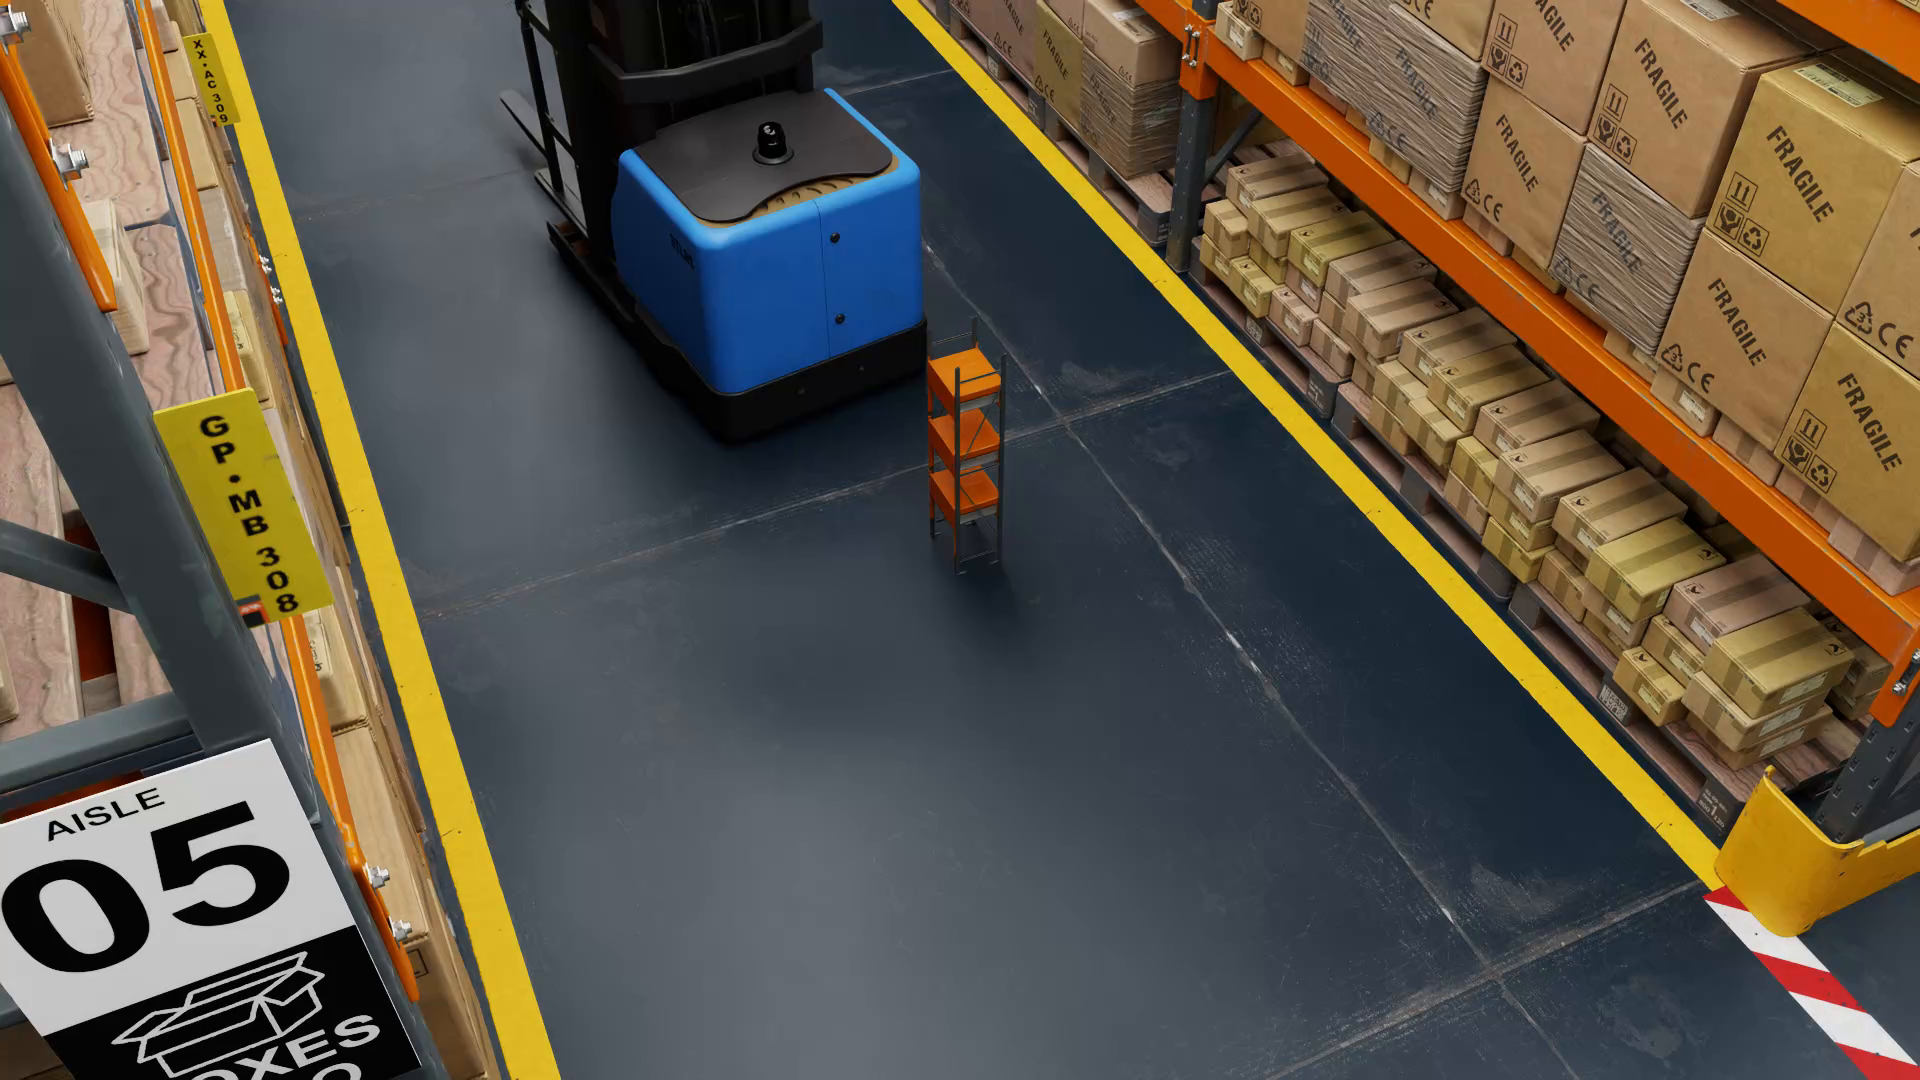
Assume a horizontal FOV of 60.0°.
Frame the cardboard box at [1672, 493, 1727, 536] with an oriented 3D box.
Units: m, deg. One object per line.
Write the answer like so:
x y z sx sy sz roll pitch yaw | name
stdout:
2.918 -0.154 6.289 0.380 0.149 0.250 -17 47 -16 | cardboard box

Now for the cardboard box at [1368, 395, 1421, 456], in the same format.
1.924 -0.529 6.881 0.380 0.149 0.250 -19 48 -18 | cardboard box

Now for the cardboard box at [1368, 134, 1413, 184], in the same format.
1.793 -1.517 6.331 0.380 0.149 0.250 -17 47 -17 | cardboard box

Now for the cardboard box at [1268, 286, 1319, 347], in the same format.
1.605 -1.031 7.390 0.380 0.149 0.250 -18 47 -18 | cardboard box

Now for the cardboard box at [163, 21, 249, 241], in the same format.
-2.520 -1.182 5.029 0.500 0.500 0.500 -18 48 -18 | cardboard box

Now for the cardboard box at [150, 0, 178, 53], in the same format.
-2.551 -1.530 4.920 0.380 0.149 0.250 -19 48 -18 | cardboard box

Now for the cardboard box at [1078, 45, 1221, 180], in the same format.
0.940 -2.193 8.318 0.500 0.500 0.500 -19 48 -18 | cardboard box

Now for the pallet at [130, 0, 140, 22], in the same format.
-2.634 -1.521 4.084 1.003 0.211 1.213 -18 47 -17 | pallet

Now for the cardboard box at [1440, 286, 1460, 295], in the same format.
2.171 -1.147 7.295 0.380 0.149 0.250 -18 47 -17 | cardboard box

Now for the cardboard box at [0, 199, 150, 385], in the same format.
-1.536 -0.385 2.678 0.380 0.149 0.250 -16 47 -16 | cardboard box

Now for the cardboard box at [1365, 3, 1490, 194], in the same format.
1.853 -1.643 5.996 0.500 0.500 0.500 -19 48 -18 | cardboard box

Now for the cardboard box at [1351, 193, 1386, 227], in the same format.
2.009 -1.582 7.524 0.380 0.149 0.250 -17 47 -17 | cardboard box

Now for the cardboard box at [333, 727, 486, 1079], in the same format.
-1.230 0.758 3.063 0.500 0.500 0.500 -19 48 -18 | cardboard box

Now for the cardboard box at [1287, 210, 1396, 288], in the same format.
1.650 -1.262 7.201 0.380 0.149 0.250 -19 48 -18 | cardboard box

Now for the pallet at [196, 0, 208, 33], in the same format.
-4.978 -3.065 9.706 1.003 0.211 1.213 -18 47 -17 | pallet

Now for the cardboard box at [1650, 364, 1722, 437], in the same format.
2.450 -0.503 5.303 0.380 0.149 0.250 -17 47 -16 | cardboard box

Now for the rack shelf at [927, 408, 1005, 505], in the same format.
0.022 -0.332 6.354 0.215 0.259 0.240 -18 47 -17 | rack shelf

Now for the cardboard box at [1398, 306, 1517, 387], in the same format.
2.003 -0.767 6.699 0.380 0.149 0.250 -20 48 -19 | cardboard box

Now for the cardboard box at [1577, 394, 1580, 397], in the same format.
2.464 -0.631 6.772 0.380 0.149 0.250 -16 47 -16 | cardboard box

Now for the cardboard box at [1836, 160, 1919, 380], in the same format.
2.744 -0.703 4.332 0.500 0.500 0.500 -19 48 -18 | cardboard box

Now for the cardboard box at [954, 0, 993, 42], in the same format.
0.299 -3.174 9.311 0.500 0.500 0.500 -19 48 -18 | cardboard box

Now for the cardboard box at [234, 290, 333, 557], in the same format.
-1.888 -0.213 4.047 0.500 0.500 0.500 -18 47 -17 | cardboard box

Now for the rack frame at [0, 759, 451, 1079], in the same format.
-1.287 1.539 3.054 1.000 3.000 0.127 -18 47 -17 | rack frame

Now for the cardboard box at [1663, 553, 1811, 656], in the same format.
2.656 0.227 5.692 0.380 0.149 0.250 -17 47 -17 | cardboard box

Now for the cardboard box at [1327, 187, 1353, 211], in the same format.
1.901 -1.670 7.826 0.380 0.149 0.250 -17 47 -17 | cardboard box

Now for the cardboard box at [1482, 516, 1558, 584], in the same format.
2.238 -0.021 6.366 0.380 0.149 0.250 -20 48 -19 | cardboard box

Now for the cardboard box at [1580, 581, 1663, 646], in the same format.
2.461 0.190 5.941 0.380 0.149 0.250 -20 48 -19 | cardboard box

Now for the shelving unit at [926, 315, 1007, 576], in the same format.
0.022 -0.340 6.347 0.215 1.050 0.252 -18 47 -17 | shelving unit

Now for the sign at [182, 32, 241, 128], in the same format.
-2.466 -1.511 5.473 0.100 0.325 0.005 -18 47 -17 | sign

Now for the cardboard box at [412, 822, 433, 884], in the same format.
-1.466 0.799 3.734 0.500 0.500 0.500 -19 48 -18 | cardboard box

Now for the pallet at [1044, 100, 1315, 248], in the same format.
1.151 -2.039 8.666 1.003 0.211 1.213 -18 47 -17 | pallet

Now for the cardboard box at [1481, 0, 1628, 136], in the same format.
2.078 -1.690 5.333 0.500 0.500 0.500 -20 48 -19 | cardboard box

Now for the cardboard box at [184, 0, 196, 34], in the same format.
-3.331 -2.151 6.546 0.500 0.250 0.500 -17 47 -17 | cardboard box

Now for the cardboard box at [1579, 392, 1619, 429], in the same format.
2.678 -0.601 6.530 0.380 0.149 0.250 -17 47 -17 | cardboard box

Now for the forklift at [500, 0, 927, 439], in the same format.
-1.356 -2.489 7.186 1.130 2.935 3.031 -24 49 -22 | forklift

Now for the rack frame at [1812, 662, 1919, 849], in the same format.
3.162 0.013 4.601 1.000 3.000 0.127 -18 47 -17 | rack frame

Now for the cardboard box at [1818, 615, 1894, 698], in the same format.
3.174 0.363 5.766 0.380 0.149 0.250 -16 47 -16 | cardboard box

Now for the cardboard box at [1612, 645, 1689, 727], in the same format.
2.551 0.470 5.868 0.380 0.149 0.250 -17 47 -16 | cardboard box

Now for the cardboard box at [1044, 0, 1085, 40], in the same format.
0.733 -2.794 8.393 0.500 0.250 0.500 -16 47 -16 | cardboard box

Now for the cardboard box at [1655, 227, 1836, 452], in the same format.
2.527 -0.669 5.009 0.500 0.500 0.500 -19 48 -18 | cardboard box

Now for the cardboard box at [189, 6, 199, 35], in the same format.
-3.334 -1.975 6.723 0.500 0.250 0.500 -18 48 -18 | cardboard box

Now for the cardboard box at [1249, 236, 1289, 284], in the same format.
1.530 -1.316 7.467 0.380 0.149 0.250 -18 47 -17 | cardboard box

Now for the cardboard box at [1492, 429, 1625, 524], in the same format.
2.217 -0.239 6.164 0.380 0.149 0.250 -16 47 -16 | cardboard box

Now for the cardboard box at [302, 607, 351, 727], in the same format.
-1.365 0.263 3.103 0.380 0.149 0.250 -17 47 -16 | cardboard box

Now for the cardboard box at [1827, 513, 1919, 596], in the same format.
2.768 -0.022 4.815 0.380 0.149 0.250 -18 47 -17 | cardboard box

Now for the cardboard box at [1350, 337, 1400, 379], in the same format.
1.870 -0.817 6.961 0.380 0.149 0.250 -16 47 -16 | cardboard box

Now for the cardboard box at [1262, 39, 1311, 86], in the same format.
1.478 -2.027 6.847 0.380 0.149 0.250 -17 47 -16 | cardboard box

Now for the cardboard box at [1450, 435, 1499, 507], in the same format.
2.140 -0.305 6.443 0.380 0.149 0.250 -16 47 -15 | cardboard box

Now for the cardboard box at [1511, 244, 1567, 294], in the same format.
2.180 -1.033 5.840 0.380 0.149 0.250 -17 47 -17 | cardboard box

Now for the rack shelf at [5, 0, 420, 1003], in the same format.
-2.128 -0.547 3.545 1.077 0.370 4.000 -18 47 -17 | rack shelf

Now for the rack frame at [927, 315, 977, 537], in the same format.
-0.029 -0.417 6.425 0.200 1.050 0.008 -18 47 -17 | rack frame

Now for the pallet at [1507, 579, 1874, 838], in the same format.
2.820 0.429 6.165 1.003 0.211 1.213 -18 47 -17 | pallet

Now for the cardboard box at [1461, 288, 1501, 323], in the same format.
2.356 -1.091 7.028 0.380 0.149 0.250 -20 48 -19 | cardboard box

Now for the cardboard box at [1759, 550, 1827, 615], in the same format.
3.025 0.092 5.828 0.380 0.149 0.250 -17 47 -17 | cardboard box

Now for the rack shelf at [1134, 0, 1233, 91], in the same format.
0.639 -3.554 8.729 1.077 0.370 4.000 -18 47 -17 | rack shelf

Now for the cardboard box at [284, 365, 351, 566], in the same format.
-2.096 -0.183 4.729 0.500 0.500 0.500 -19 48 -18 | cardboard box
